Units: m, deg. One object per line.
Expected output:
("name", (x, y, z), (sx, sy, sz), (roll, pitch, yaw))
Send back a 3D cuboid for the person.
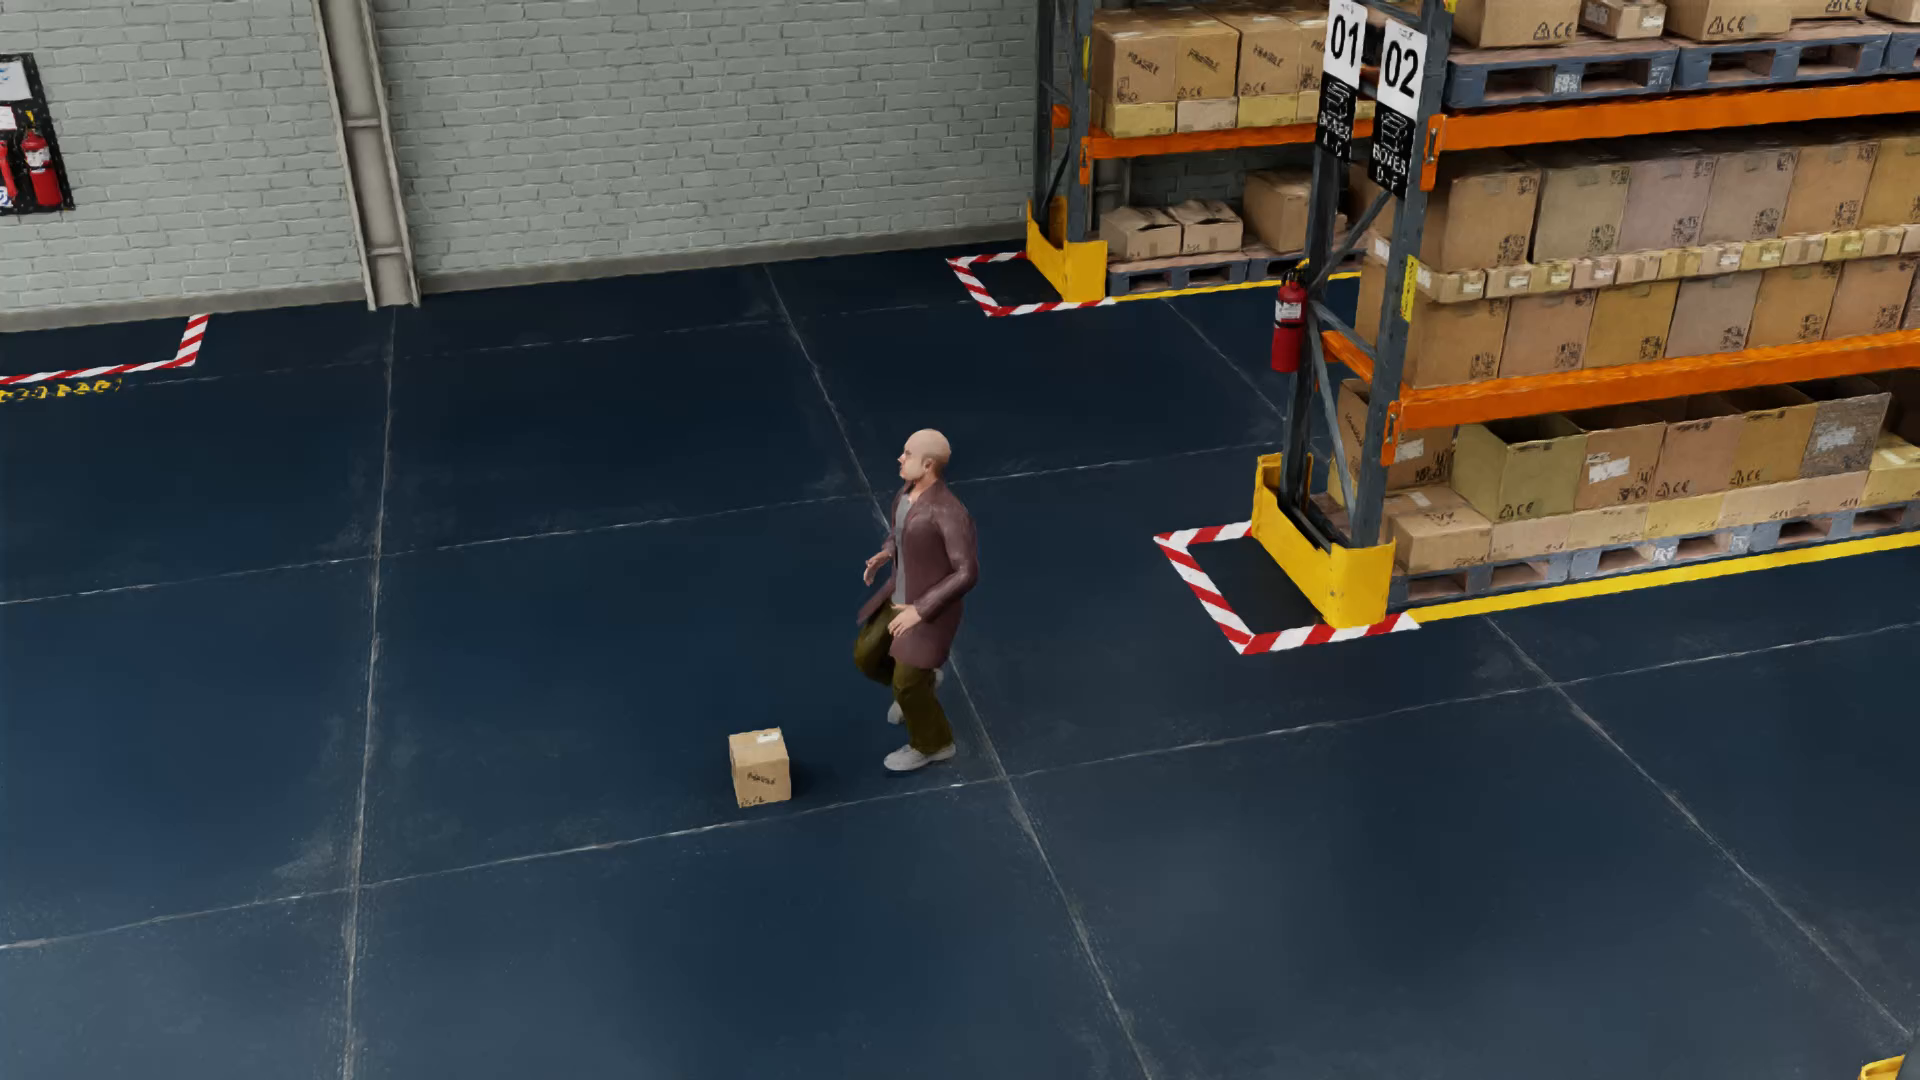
("person", (-0.197, 0.303, 7.769), (0.521, 1.744, 0.772), (-16, 34, -26))
